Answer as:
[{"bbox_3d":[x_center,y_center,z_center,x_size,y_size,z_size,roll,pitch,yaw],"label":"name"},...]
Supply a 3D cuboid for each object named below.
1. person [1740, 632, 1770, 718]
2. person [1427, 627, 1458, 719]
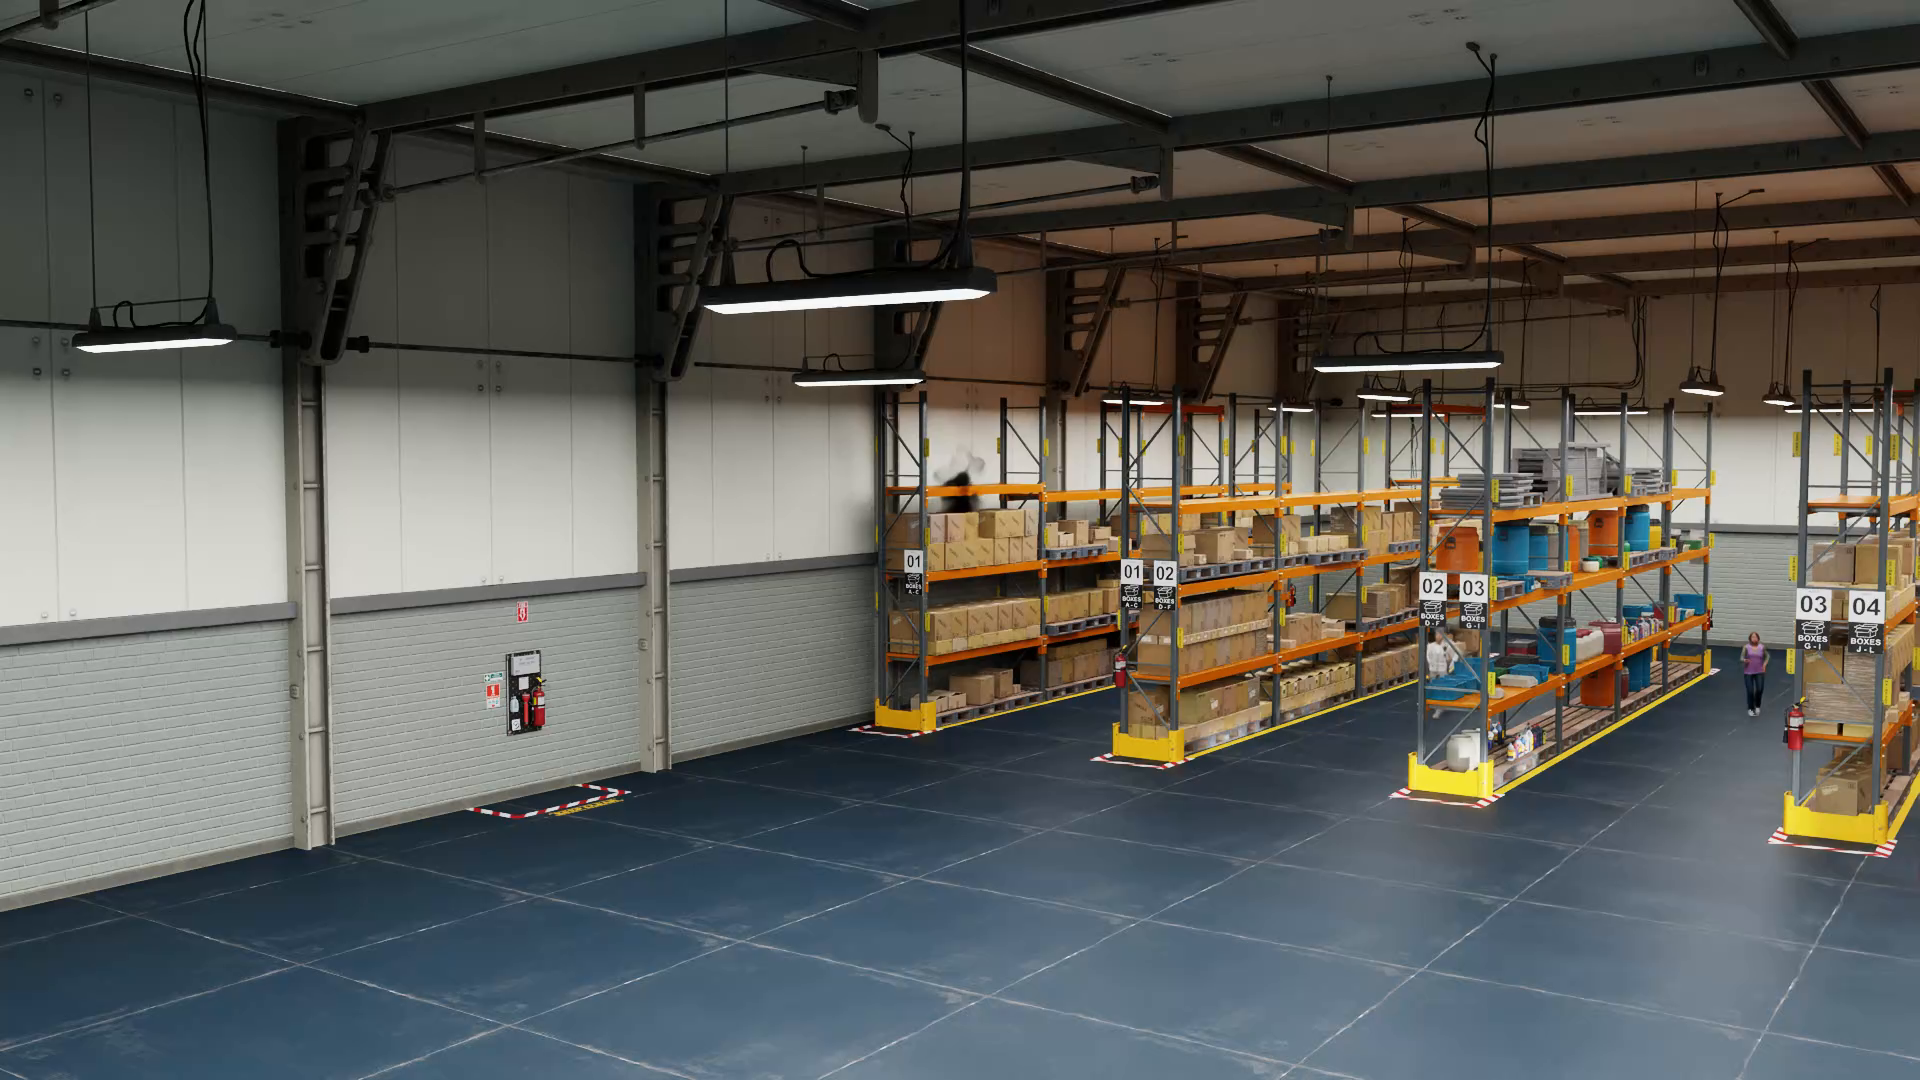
[{"bbox_3d":[14.725,2.496,30.814,0.516,1.588,0.608,1,3,23],"label":"person"},{"bbox_3d":[8.908,2.451,30.899,0.625,1.661,0.838,2,4,28],"label":"person"}]
